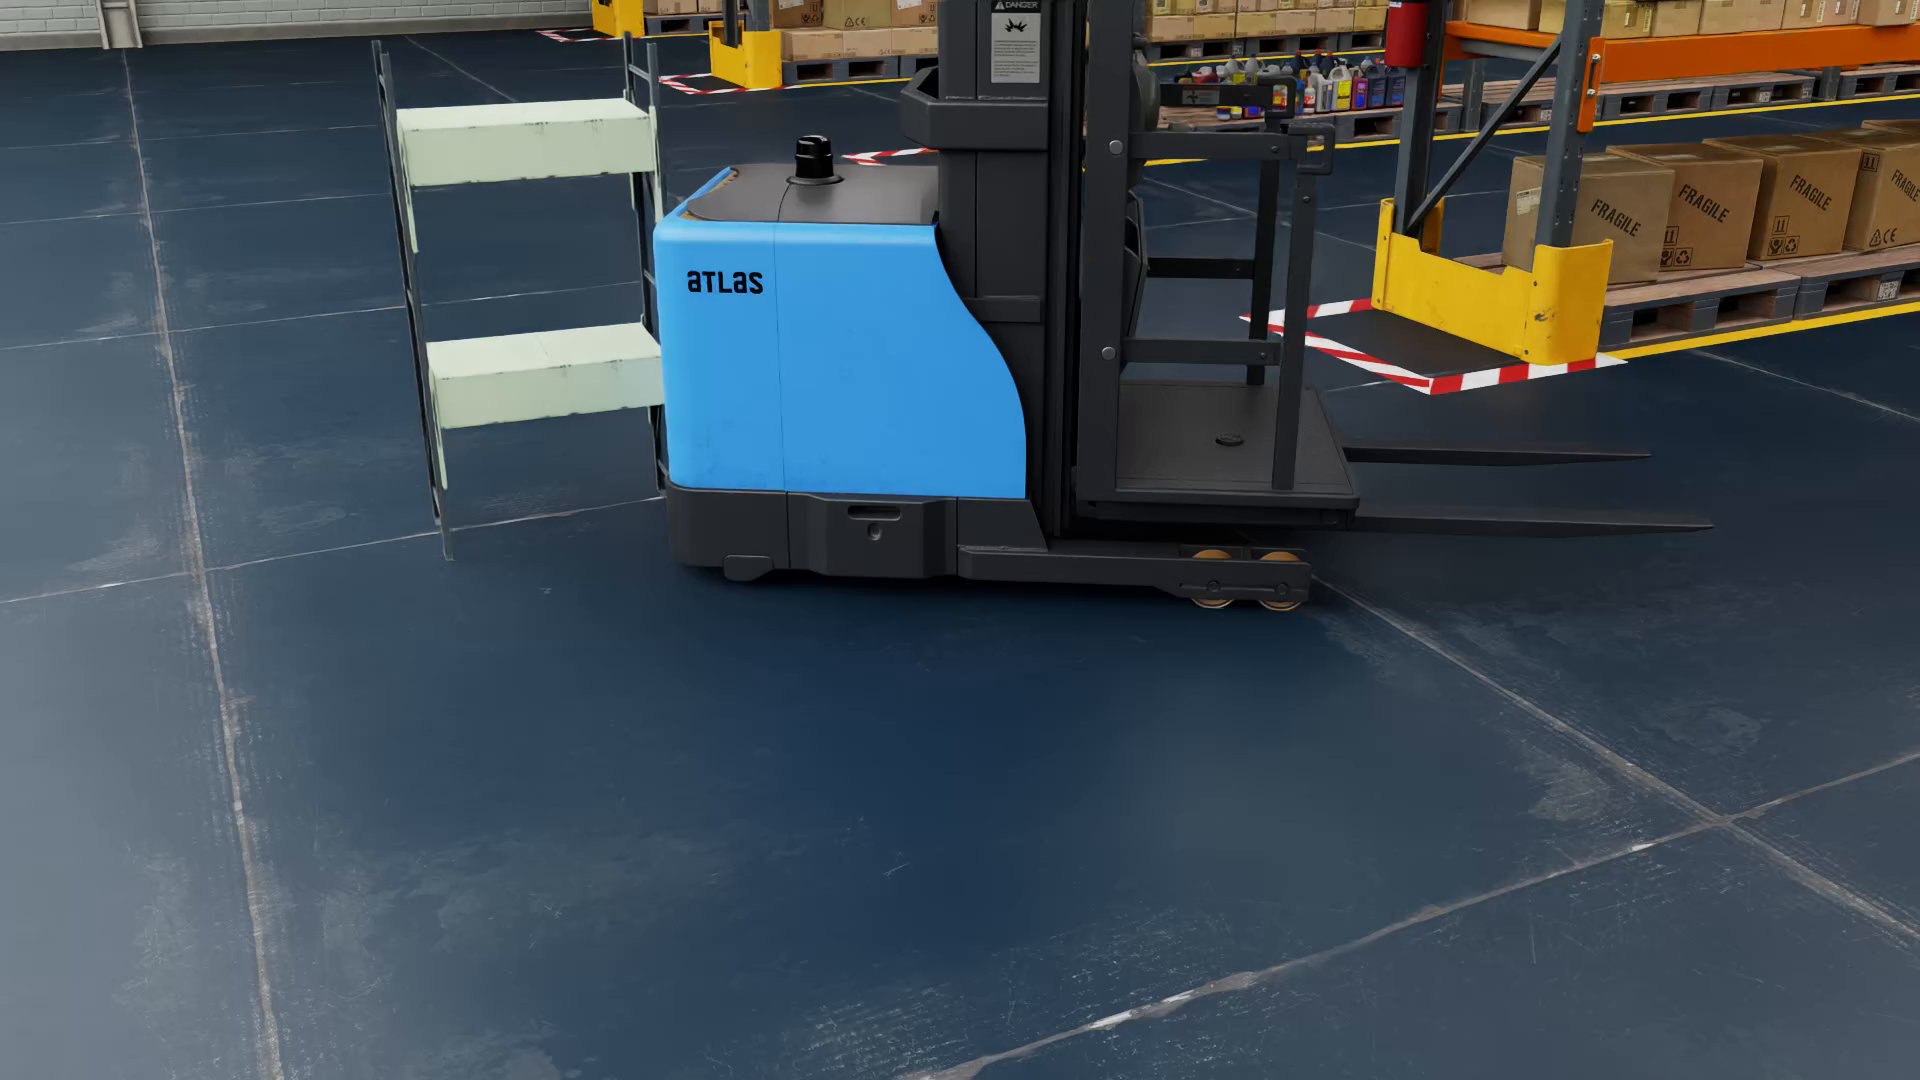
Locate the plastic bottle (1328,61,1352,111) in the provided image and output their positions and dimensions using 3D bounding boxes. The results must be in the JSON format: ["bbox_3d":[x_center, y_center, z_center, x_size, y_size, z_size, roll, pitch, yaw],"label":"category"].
[{"bbox_3d":[2.822,-3.390,12.405,0.185,0.351,0.144,-11,25,-24],"label":"plastic bottle"}]

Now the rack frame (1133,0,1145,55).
[{"bbox_3d":[1.597,-6.410,16.813,0.127,3.000,1.000,-10,25,-24],"label":"rack frame"}]

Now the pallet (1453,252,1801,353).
[{"bbox_3d":[3.101,-1.178,7.821,1.213,0.211,1.003,-10,25,-24],"label":"pallet"}]

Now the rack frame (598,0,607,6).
[{"bbox_3d":[-4.159,-7.453,19.332,0.127,3.000,1.000,-10,25,-24],"label":"rack frame"}]

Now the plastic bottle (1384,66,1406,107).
[{"bbox_3d":[3.286,-3.475,12.612,0.185,0.351,0.144,-11,25,-25],"label":"plastic bottle"}]

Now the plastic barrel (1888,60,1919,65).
[{"bbox_3d":[8.797,-4.720,15.334,0.708,0.588,0.600,-10,25,-24],"label":"plastic barrel"}]

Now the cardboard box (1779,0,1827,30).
[{"bbox_3d":[3.556,-2.339,7.308,0.250,0.149,0.380,-10,25,-24],"label":"cardboard box"}]

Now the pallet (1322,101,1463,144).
[{"bbox_3d":[3.118,-3.316,12.986,1.213,0.211,1.003,-10,25,-24],"label":"pallet"}]

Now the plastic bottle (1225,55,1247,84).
[{"bbox_3d":[2.114,-3.558,12.811,0.185,0.351,0.144,-9,24,-21],"label":"plastic bottle"}]

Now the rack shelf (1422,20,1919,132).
[{"bbox_3d":[4.088,-2.331,7.900,4.000,0.370,1.077,-10,25,-24],"label":"rack shelf"}]

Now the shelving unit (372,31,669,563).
[{"bbox_3d":[-1.293,-0.747,5.095,0.755,1.500,0.431,-9,24,-20],"label":"shelving unit"}]

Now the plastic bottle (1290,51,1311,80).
[{"bbox_3d":[2.664,-3.659,13.056,0.185,0.351,0.144,-12,25,-26],"label":"plastic bottle"}]

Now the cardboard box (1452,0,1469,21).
[{"bbox_3d":[5.735,-6.098,18.754,0.500,0.500,0.500,-9,24,-21],"label":"cardboard box"}]

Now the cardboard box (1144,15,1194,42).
[{"bbox_3d":[2.068,-5.315,17.213,0.500,0.250,0.500,-11,25,-25],"label":"cardboard box"}]

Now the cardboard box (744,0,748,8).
[{"bbox_3d":[-2.300,-6.784,20.409,0.500,0.500,0.700,-12,25,-27],"label":"cardboard box"}]

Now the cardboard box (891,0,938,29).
[{"bbox_3d":[-0.533,-5.199,15.954,0.500,0.500,0.500,-10,25,-24],"label":"cardboard box"}]

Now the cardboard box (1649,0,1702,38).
[{"bbox_3d":[2.879,-2.215,7.009,0.250,0.149,0.380,-10,25,-24],"label":"cardboard box"}]

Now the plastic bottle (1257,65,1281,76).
[{"bbox_3d":[2.368,-3.507,12.787,0.135,0.276,0.152,-10,25,-24],"label":"plastic bottle"}]

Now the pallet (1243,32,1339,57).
[{"bbox_3d":[3.345,-5.461,18.166,1.213,0.211,1.003,-10,25,-24],"label":"pallet"}]

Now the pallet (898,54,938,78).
[{"bbox_3d":[-0.239,-4.800,16.569,1.213,0.211,1.003,-10,25,-24],"label":"pallet"}]

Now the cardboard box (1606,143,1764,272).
[{"bbox_3d":[3.379,-1.579,7.863,0.500,0.500,0.500,-4,23,-10],"label":"cardboard box"}]

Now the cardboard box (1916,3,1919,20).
[{"bbox_3d":[4.207,-2.483,7.655,0.250,0.149,0.380,-10,25,-24],"label":"cardboard box"}]

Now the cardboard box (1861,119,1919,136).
[{"bbox_3d":[4.999,-1.884,8.598,0.500,0.500,0.500,-3,23,-7],"label":"cardboard box"}]

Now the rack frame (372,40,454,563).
[{"bbox_3d":[-1.633,-0.696,4.971,0.023,1.500,0.400,-9,24,-20],"label":"rack frame"}]

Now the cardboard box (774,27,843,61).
[{"bbox_3d":[-1.428,-4.682,15.685,0.500,0.250,0.500,-10,25,-24],"label":"cardboard box"}]

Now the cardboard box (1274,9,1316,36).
[{"bbox_3d":[3.453,-5.570,17.830,0.500,0.250,0.500,-10,24,-23],"label":"cardboard box"}]

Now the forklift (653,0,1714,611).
[{"bbox_3d":[0.681,-1.363,4.711,3.031,2.935,1.130,2,23,5],"label":"forklift"}]

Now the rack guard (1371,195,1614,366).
[{"bbox_3d":[2.354,-1.189,7.469,0.348,0.500,1.175,-10,25,-24],"label":"rack guard"}]

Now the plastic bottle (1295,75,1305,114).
[{"bbox_3d":[2.488,-3.282,12.248,0.097,0.271,0.097,0,22,0],"label":"plastic bottle"}]

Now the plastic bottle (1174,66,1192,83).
[{"bbox_3d":[1.700,-3.468,12.683,0.133,0.283,0.061,-10,24,-22],"label":"plastic bottle"}]

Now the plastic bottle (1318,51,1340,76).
[{"bbox_3d":[2.897,-3.641,13.012,0.185,0.351,0.144,-10,25,-24],"label":"plastic bottle"}]

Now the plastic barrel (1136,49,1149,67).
[{"bbox_3d":[1.149,-3.302,12.008,0.421,0.512,0.421,0,22,0],"label":"plastic barrel"}]

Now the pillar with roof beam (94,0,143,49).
[{"bbox_3d":[-7.443,-8.160,13.197,0.400,9.000,9.100,-10,25,-24],"label":"pillar with roof beam"}]

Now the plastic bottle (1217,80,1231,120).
[{"bbox_3d":[1.906,-3.174,11.989,0.097,0.271,0.097,0,22,0],"label":"plastic bottle"}]

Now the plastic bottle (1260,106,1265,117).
[{"bbox_3d":[2.215,-3.231,12.126,0.097,0.271,0.097,0,22,0],"label":"plastic bottle"}]

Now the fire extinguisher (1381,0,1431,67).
[{"bbox_3d":[1.983,-2.436,7.313,0.183,0.674,0.296,-10,25,-24],"label":"fire extinguisher"}]

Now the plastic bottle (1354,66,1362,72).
[{"bbox_3d":[3.173,-3.694,13.335,0.097,0.201,0.097,0,22,0],"label":"plastic bottle"}]

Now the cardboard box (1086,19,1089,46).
[{"bbox_3d":[1.274,-5.181,16.890,0.500,0.250,0.500,-10,25,-24],"label":"cardboard box"}]

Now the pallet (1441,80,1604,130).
[{"bbox_3d":[4.432,-3.557,13.567,1.213,0.211,1.003,-10,25,-24],"label":"pallet"}]

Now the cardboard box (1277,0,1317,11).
[{"bbox_3d":[3.462,-5.830,17.726,0.500,0.311,0.500,-10,24,-22],"label":"cardboard box"}]

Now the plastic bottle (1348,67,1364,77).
[{"bbox_3d":[3.027,-3.456,12.662,0.135,0.276,0.152,-10,25,-24],"label":"plastic bottle"}]

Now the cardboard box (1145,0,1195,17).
[{"bbox_3d":[2.077,-5.575,17.109,0.500,0.311,0.500,-10,25,-23],"label":"cardboard box"}]
